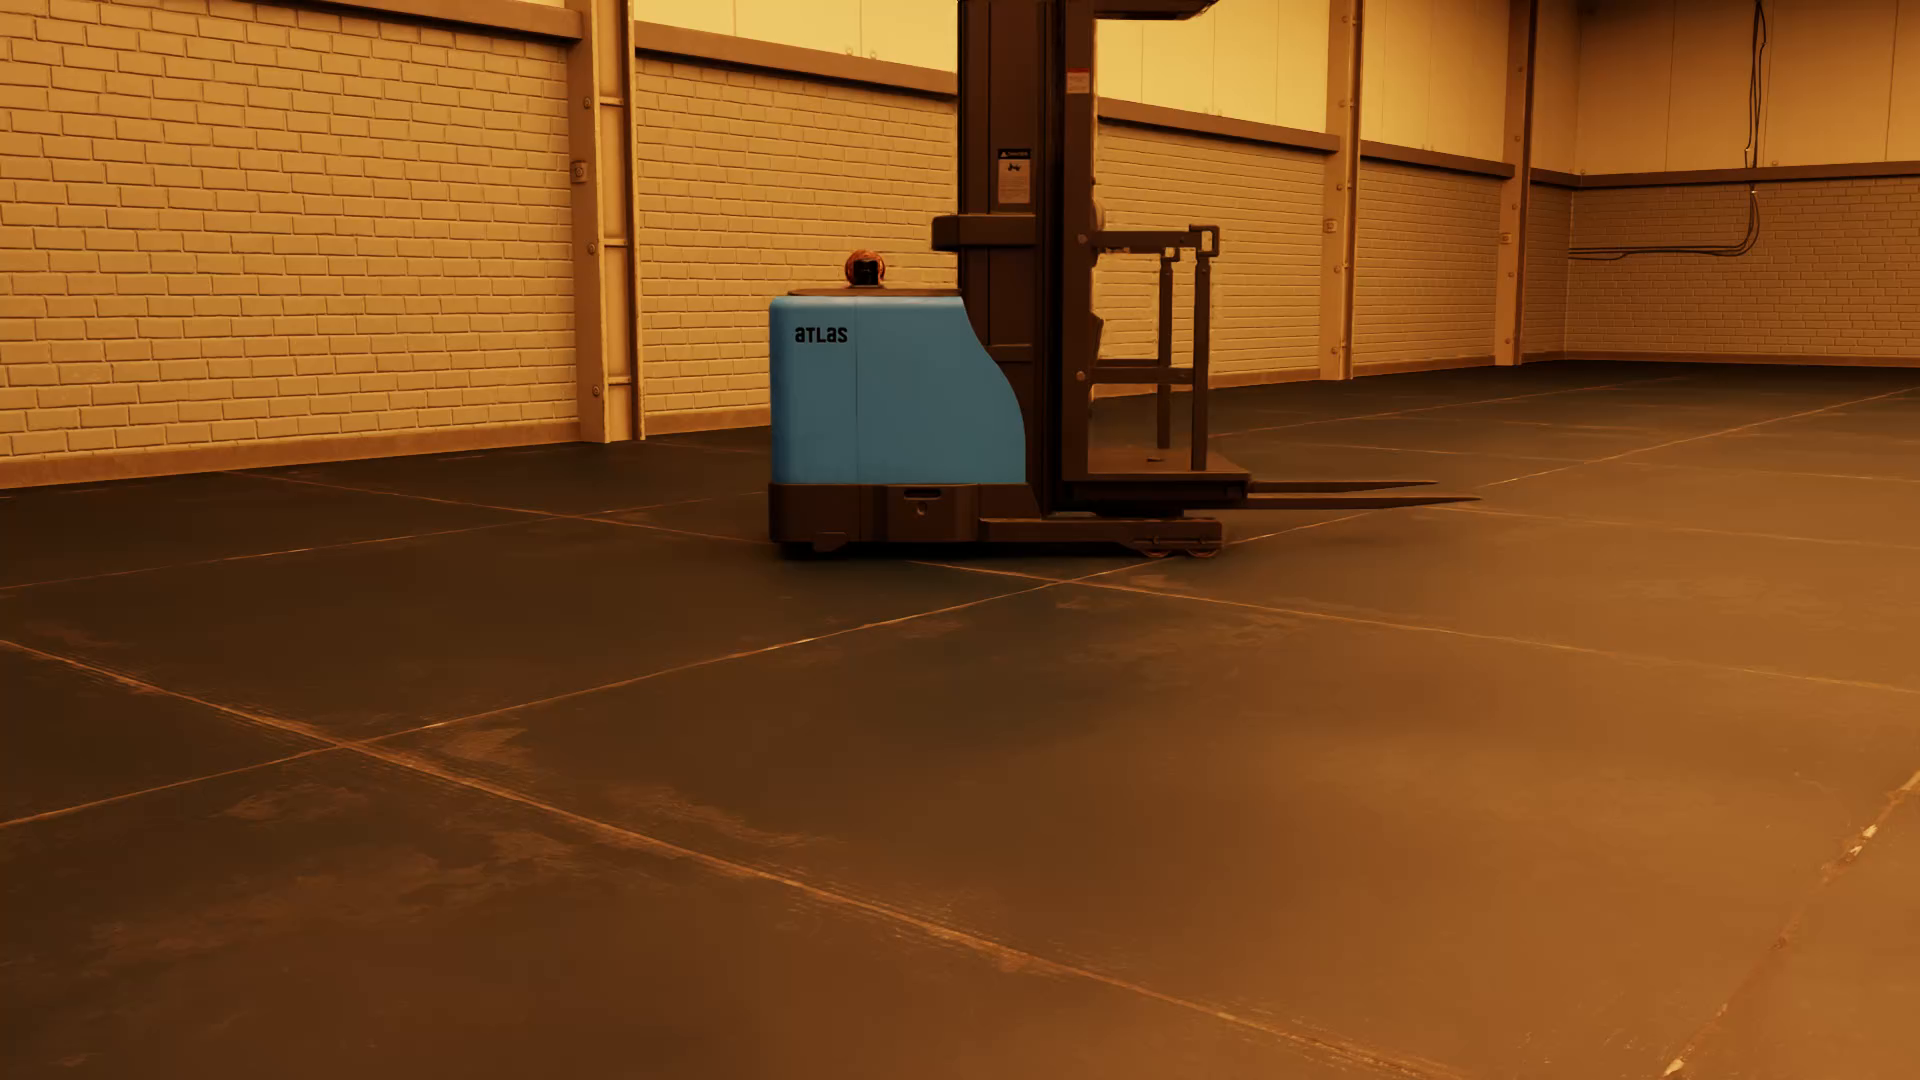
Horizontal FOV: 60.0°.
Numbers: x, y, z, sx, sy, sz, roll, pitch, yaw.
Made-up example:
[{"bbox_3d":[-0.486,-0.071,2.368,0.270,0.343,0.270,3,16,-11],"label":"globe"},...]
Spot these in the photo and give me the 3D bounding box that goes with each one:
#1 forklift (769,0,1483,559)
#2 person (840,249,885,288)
[{"bbox_3d":[0.709,-1.451,7.195,3.031,2.935,1.130,0,8,-2],"label":"forklift"},{"bbox_3d":[-0.444,-0.925,9.223,0.652,1.320,0.922,5,10,29],"label":"person"}]
